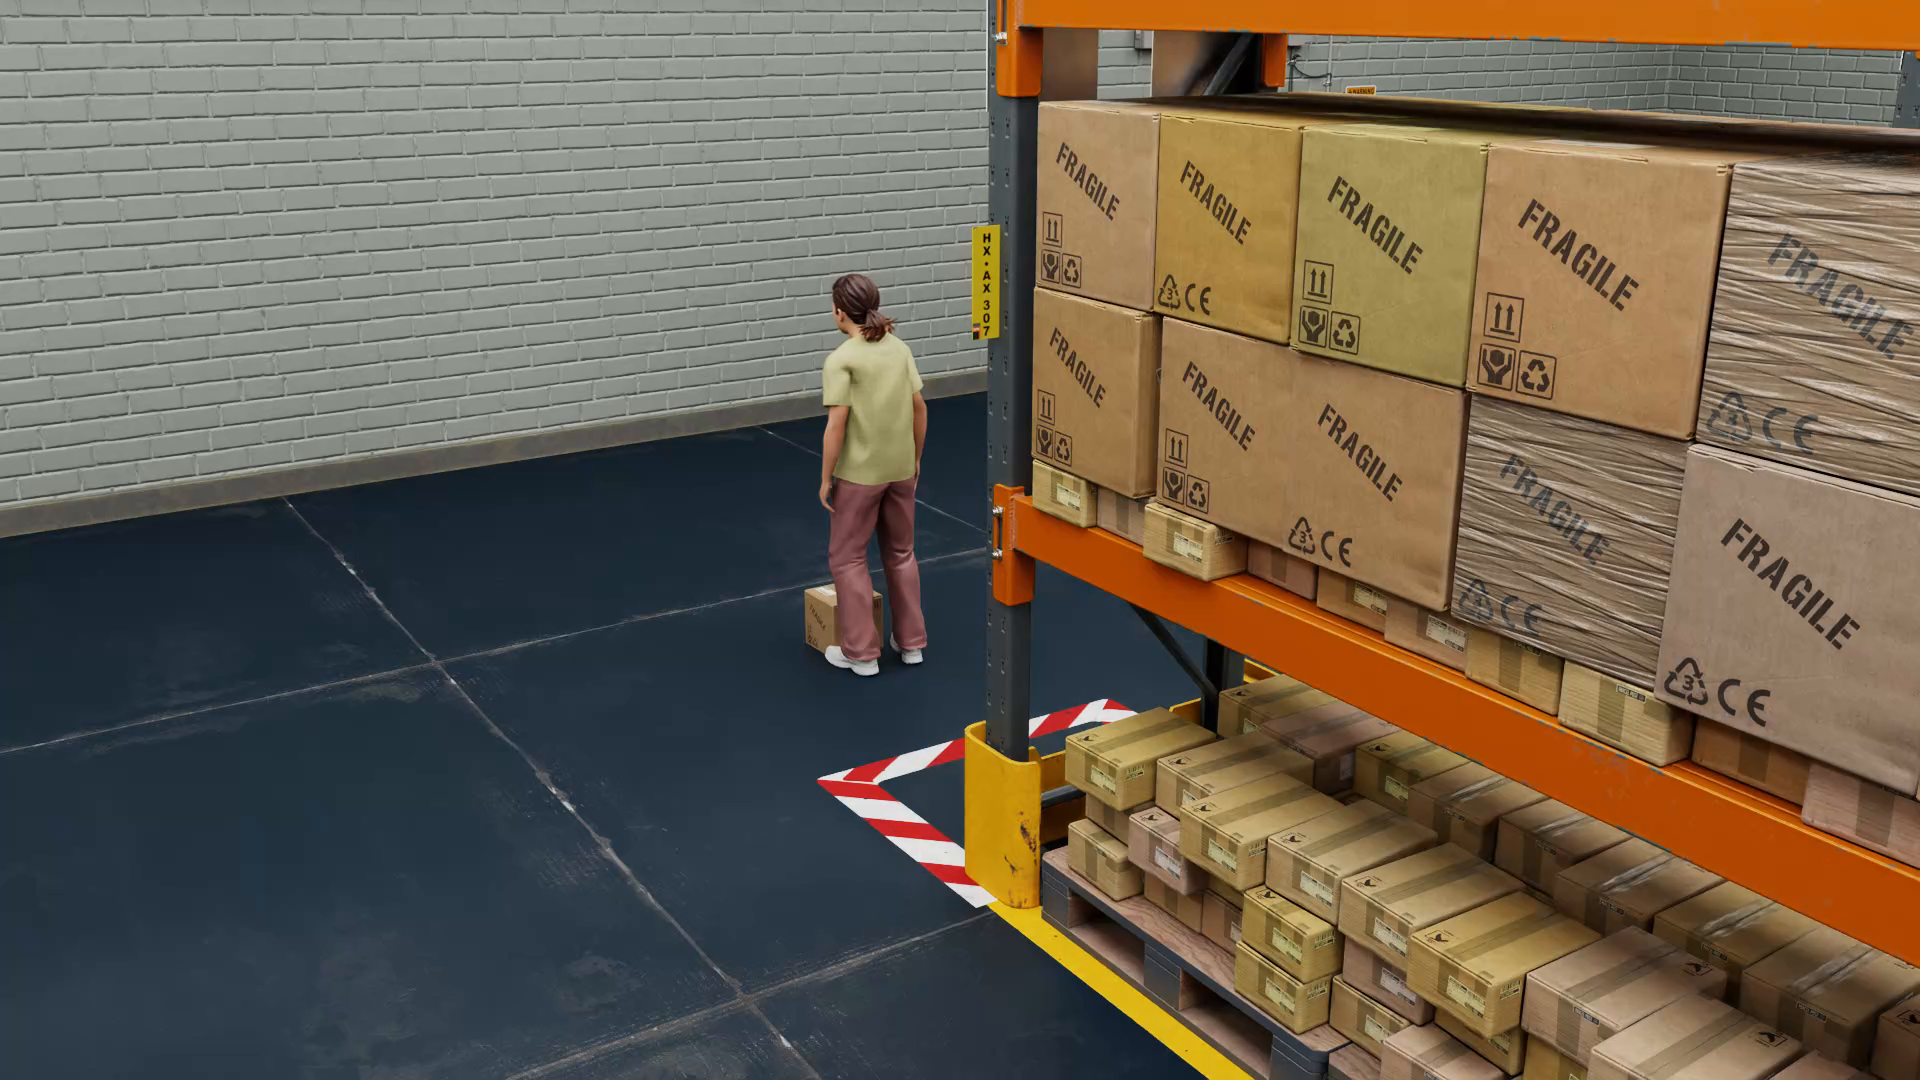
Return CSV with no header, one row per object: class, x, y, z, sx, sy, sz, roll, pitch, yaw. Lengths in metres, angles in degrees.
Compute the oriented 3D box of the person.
person,-0.370,-0.264,6.866,0.518,1.671,0.365,-13,22,-35
